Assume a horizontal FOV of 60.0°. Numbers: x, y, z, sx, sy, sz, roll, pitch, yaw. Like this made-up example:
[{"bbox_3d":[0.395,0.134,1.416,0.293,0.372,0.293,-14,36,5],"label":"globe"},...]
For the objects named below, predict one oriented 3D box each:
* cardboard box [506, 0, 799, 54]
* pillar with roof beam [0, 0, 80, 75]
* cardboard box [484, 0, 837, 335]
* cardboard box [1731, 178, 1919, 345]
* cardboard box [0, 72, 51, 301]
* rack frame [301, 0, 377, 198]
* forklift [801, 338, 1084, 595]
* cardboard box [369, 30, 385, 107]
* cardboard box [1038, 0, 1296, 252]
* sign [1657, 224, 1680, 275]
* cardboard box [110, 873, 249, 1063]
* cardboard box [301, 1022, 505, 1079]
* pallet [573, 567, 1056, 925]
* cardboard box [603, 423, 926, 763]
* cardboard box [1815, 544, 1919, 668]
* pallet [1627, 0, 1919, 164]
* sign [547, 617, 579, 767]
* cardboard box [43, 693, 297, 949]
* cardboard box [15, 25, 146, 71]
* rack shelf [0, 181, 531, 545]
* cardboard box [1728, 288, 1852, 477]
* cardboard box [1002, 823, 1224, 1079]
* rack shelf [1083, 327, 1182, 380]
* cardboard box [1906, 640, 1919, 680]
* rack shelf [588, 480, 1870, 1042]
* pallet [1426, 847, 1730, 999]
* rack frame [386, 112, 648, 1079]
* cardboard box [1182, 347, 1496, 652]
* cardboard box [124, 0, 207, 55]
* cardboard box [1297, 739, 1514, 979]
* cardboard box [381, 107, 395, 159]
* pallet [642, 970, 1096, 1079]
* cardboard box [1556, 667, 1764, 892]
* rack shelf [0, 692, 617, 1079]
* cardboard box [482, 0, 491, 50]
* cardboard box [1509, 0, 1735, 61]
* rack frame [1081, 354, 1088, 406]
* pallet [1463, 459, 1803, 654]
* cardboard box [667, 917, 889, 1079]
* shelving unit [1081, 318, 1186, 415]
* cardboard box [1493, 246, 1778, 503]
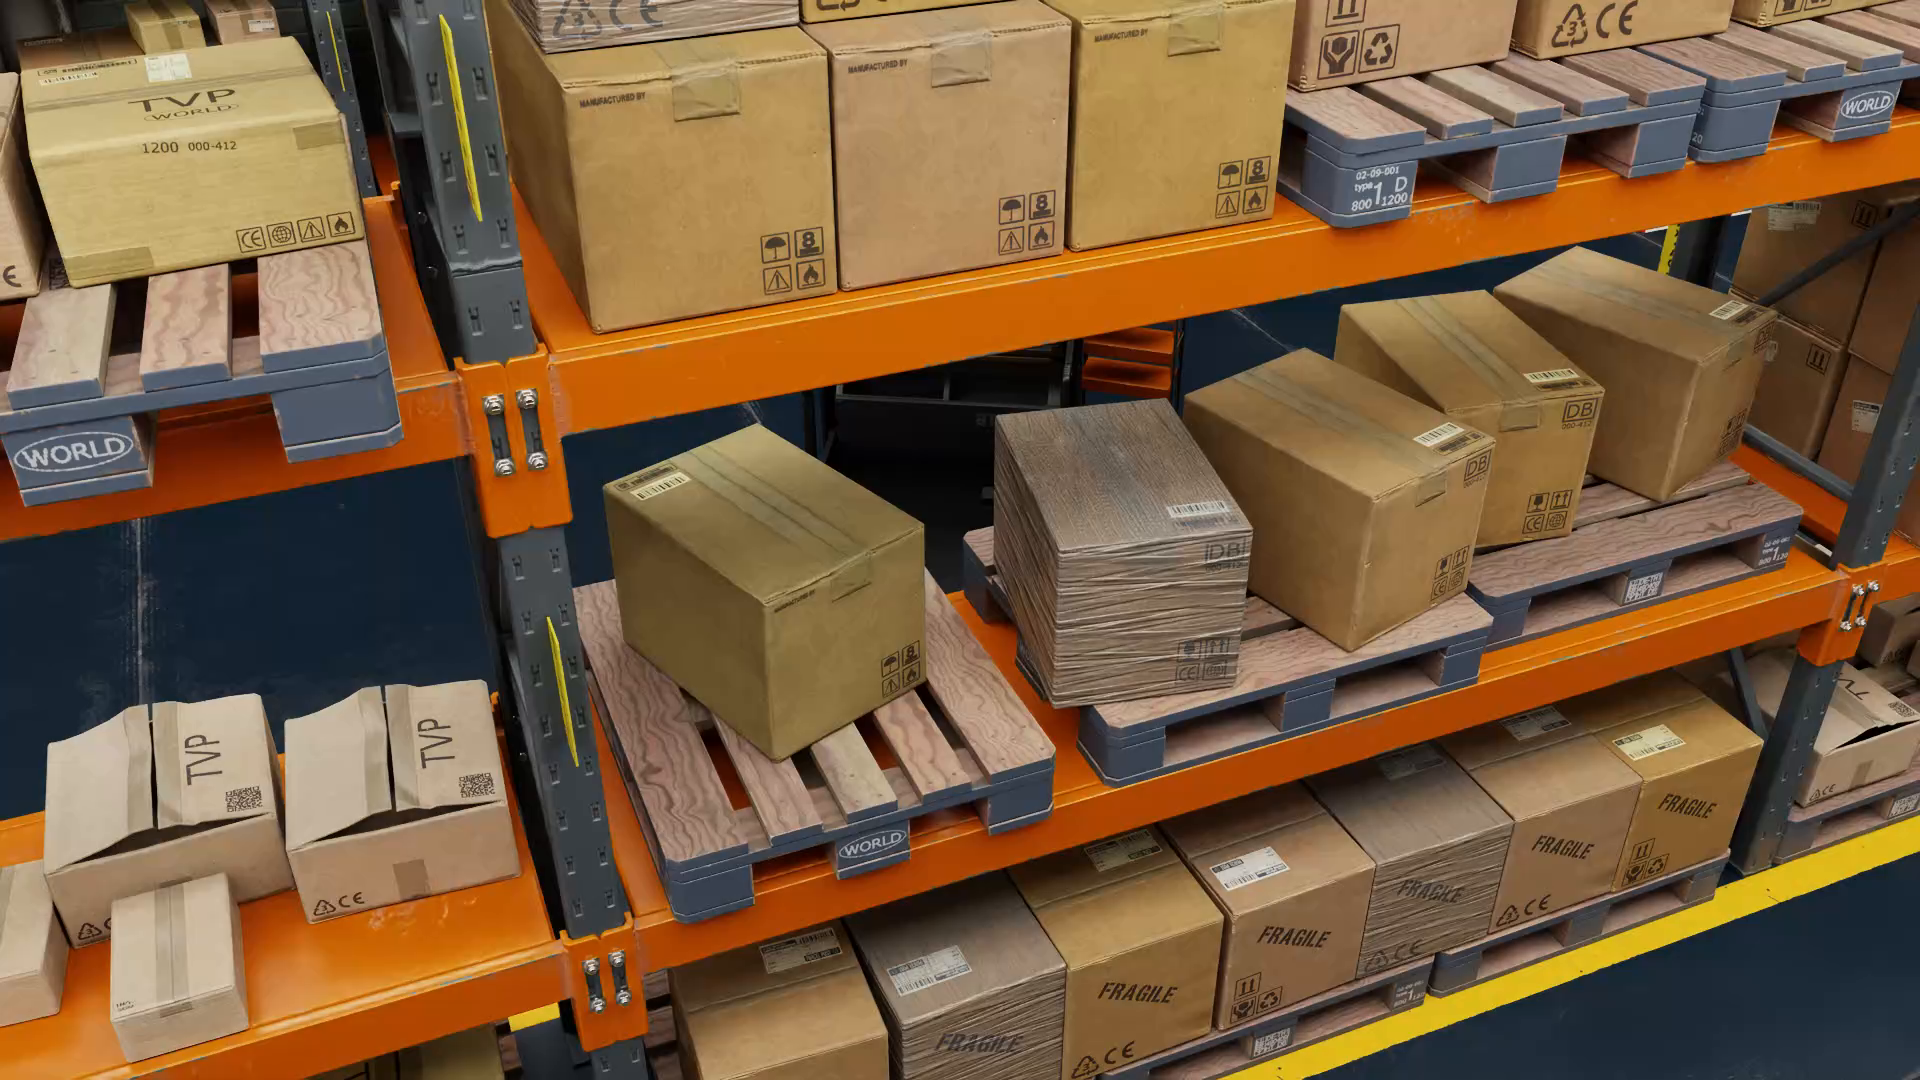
[{"bbox_3d":[-0.637,-1.283,3.213,0.500,0.500,0.500,-13,35,-19],"label":"cardboard box"},{"bbox_3d":[-2.830,-2.476,3.305,0.400,9.000,9.100,-13,35,-19],"label":"pillar with roof beam"},{"bbox_3d":[-0.653,-0.884,3.516,0.500,0.500,0.910,-13,35,-19],"label":"cardboard box"},{"bbox_3d":[3.012,-1.018,5.556,0.500,0.500,0.500,-13,35,-19],"label":"cardboard box"},{"bbox_3d":[-1.915,-0.602,2.928,0.500,0.250,0.500,-12,35,-18],"label":"cardboard box"},{"bbox_3d":[-2.963,-1.966,8.021,0.127,3.000,1.000,-13,35,-19],"label":"rack frame"},{"bbox_3d":[-0.066,-0.890,6.431,1.130,2.935,3.031,3,33,5],"label":"forklift"},{"bbox_3d":[-2.630,-2.373,8.264,0.500,0.500,0.500,-13,35,-19],"label":"cardboard box"},{"bbox_3d":[0.297,-1.102,3.851,0.500,0.500,0.910,-13,35,-19],"label":"cardboard box"},{"bbox_3d":[2.429,-0.954,5.673,0.005,0.325,0.100,-13,35,-19],"label":"sign"},{"bbox_3d":[-1.764,0.958,3.757,0.250,0.149,0.380,-13,35,-19],"label":"cardboard box"},{"bbox_3d":[-1.430,1.500,4.316,0.500,0.311,0.500,-12,35,-18],"label":"cardboard box"},{"bbox_3d":[-0.444,0.426,4.521,1.003,0.211,1.213,-13,35,-19],"label":"pallet"},{"bbox_3d":[-0.505,0.117,4.344,0.500,0.500,0.700,-26,41,-34],"label":"cardboard box"},{"bbox_3d":[3.753,0.201,6.753,0.500,0.311,0.500,-13,35,-19],"label":"cardboard box"},{"bbox_3d":[2.018,-1.396,4.568,1.003,0.211,1.213,-13,35,-19],"label":"pallet"},{"bbox_3d":[-0.824,0.317,3.450,0.005,0.325,0.100,-13,35,-19],"label":"sign"},{"bbox_3d":[-1.942,0.653,4.078,0.500,0.311,0.500,-13,35,-19],"label":"cardboard box"},{"bbox_3d":[-3.897,-1.956,7.511,0.500,0.500,0.700,-16,36,-23],"label":"cardboard box"},{"bbox_3d":[-2.886,-0.009,2.923,4.000,0.370,1.077,-13,35,-19],"label":"rack shelf"},{"bbox_3d":[3.008,-0.597,5.825,0.500,0.500,0.500,-12,35,-18],"label":"cardboard box"},{"bbox_3d":[0.433,1.218,5.016,0.500,0.500,0.500,-13,35,-20],"label":"cardboard box"},{"bbox_3d":[0.839,-0.947,8.228,0.480,0.148,0.258,10,34,14],"label":"rack shelf"},{"bbox_3d":[3.911,0.515,6.402,0.250,0.166,0.380,-13,35,-19],"label":"cardboard box"},{"bbox_3d":[0.802,0.403,5.039,4.000,0.370,1.077,-13,35,-19],"label":"rack shelf"},{"bbox_3d":[1.911,1.039,5.959,1.213,0.211,1.003,-13,35,-19],"label":"pallet"},{"bbox_3d":[-1.042,0.524,4.194,0.127,3.000,1.000,-13,35,-19],"label":"rack frame"},{"bbox_3d":[1.041,-0.134,4.729,0.500,0.500,0.700,-23,39,-31],"label":"cardboard box"},{"bbox_3d":[-3.560,-2.301,7.446,0.250,0.149,0.380,-19,38,-27],"label":"cardboard box"},{"bbox_3d":[1.381,0.997,5.356,0.500,0.500,0.500,-12,35,-18],"label":"cardboard box"},{"bbox_3d":[-2.762,-2.067,8.388,0.250,0.149,0.380,-12,35,-18],"label":"cardboard box"},{"bbox_3d":[-0.339,1.554,5.168,1.213,0.211,1.003,-13,35,-19],"label":"pallet"},{"bbox_3d":[2.302,0.791,5.672,0.500,0.500,0.500,-13,35,-19],"label":"cardboard box"},{"bbox_3d":[-2.886,1.248,3.741,4.000,0.370,1.077,-13,35,-19],"label":"rack shelf"},{"bbox_3d":[-2.418,-2.428,7.660,0.500,0.250,0.500,-12,35,-18],"label":"cardboard box"},{"bbox_3d":[1.546,-1.616,4.164,0.600,0.600,0.600,-13,35,-19],"label":"cardboard box"},{"bbox_3d":[0.606,-1.043,8.252,0.015,1.200,0.240,10,34,14],"label":"rack frame"},{"bbox_3d":[1.867,-0.126,5.369,1.213,0.211,1.003,-13,35,-19],"label":"pallet"},{"bbox_3d":[-0.512,1.435,4.683,0.500,0.500,0.500,-11,35,-17],"label":"cardboard box"},{"bbox_3d":[0.839,-1.003,8.192,0.503,1.200,0.258,10,34,14],"label":"shelving unit"},{"bbox_3d":[2.123,-0.551,5.369,0.500,0.500,0.700,-26,41,-34],"label":"cardboard box"}]
